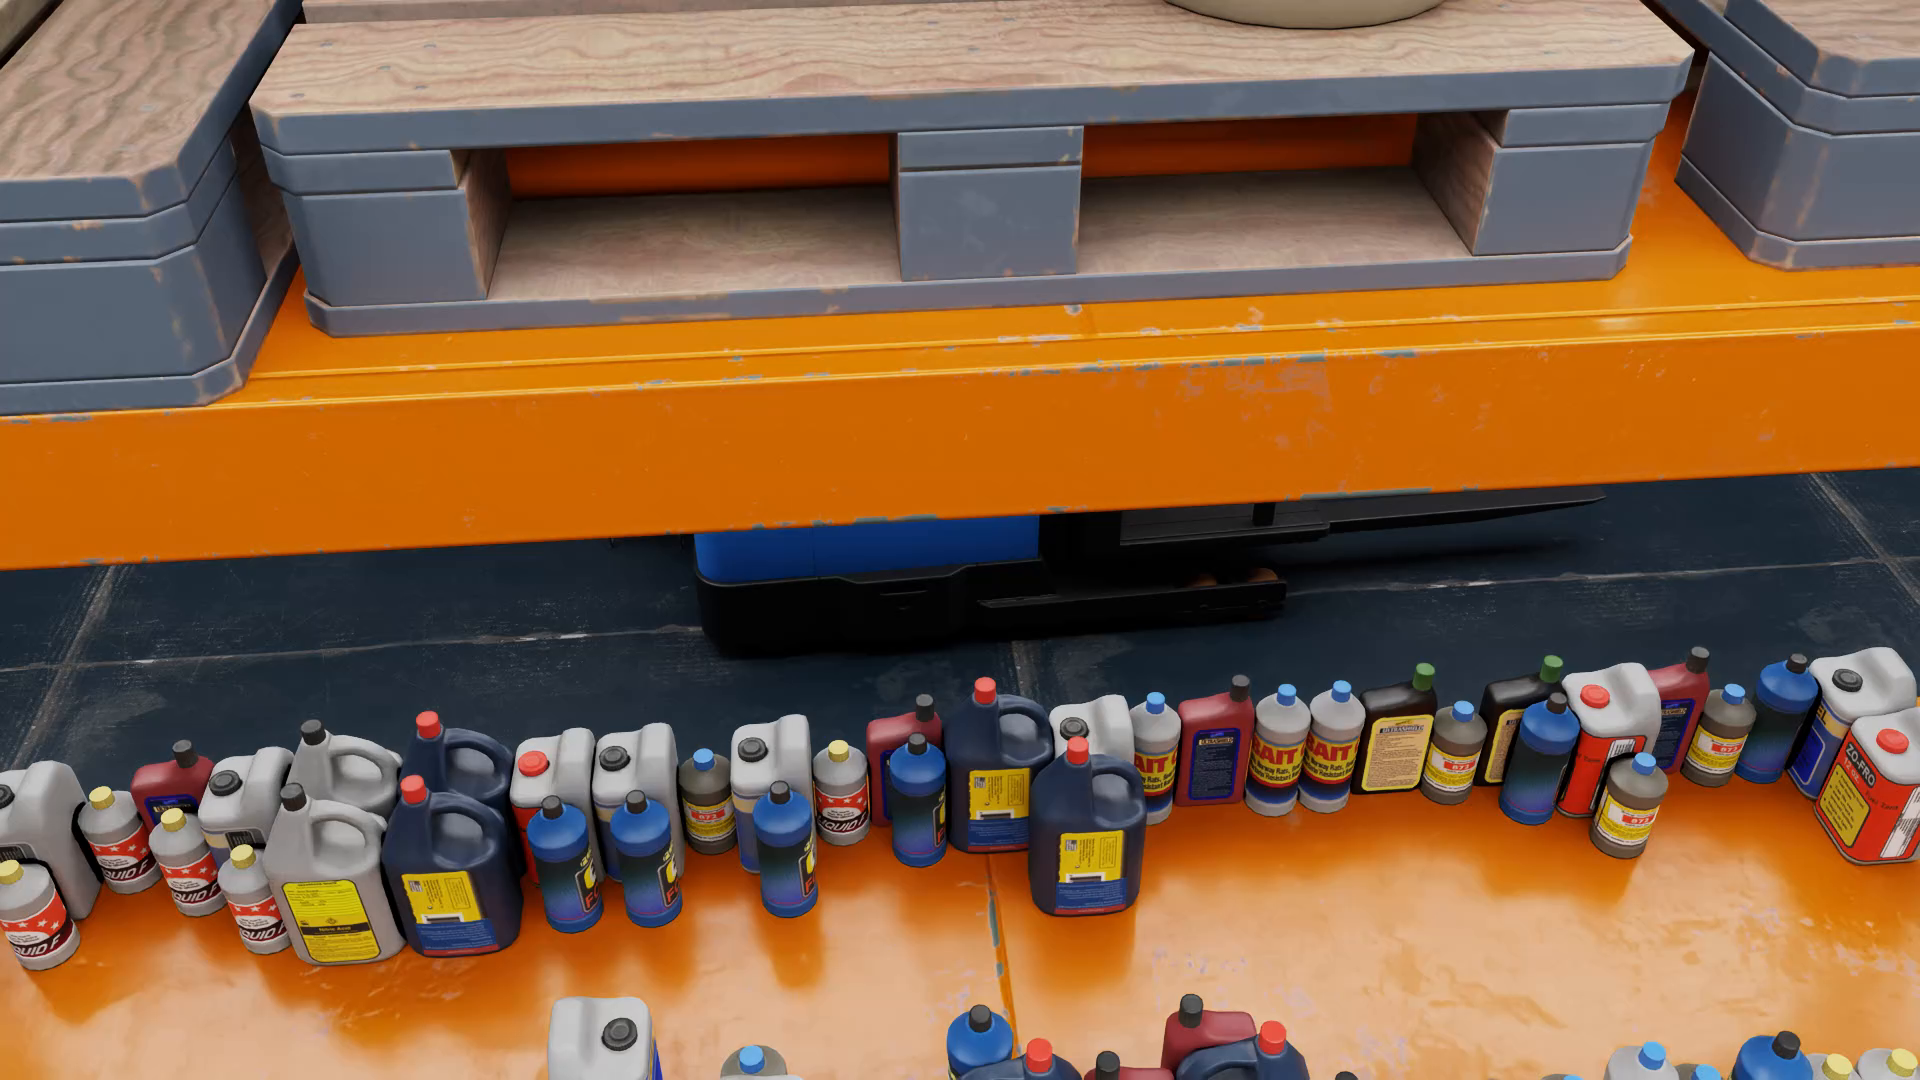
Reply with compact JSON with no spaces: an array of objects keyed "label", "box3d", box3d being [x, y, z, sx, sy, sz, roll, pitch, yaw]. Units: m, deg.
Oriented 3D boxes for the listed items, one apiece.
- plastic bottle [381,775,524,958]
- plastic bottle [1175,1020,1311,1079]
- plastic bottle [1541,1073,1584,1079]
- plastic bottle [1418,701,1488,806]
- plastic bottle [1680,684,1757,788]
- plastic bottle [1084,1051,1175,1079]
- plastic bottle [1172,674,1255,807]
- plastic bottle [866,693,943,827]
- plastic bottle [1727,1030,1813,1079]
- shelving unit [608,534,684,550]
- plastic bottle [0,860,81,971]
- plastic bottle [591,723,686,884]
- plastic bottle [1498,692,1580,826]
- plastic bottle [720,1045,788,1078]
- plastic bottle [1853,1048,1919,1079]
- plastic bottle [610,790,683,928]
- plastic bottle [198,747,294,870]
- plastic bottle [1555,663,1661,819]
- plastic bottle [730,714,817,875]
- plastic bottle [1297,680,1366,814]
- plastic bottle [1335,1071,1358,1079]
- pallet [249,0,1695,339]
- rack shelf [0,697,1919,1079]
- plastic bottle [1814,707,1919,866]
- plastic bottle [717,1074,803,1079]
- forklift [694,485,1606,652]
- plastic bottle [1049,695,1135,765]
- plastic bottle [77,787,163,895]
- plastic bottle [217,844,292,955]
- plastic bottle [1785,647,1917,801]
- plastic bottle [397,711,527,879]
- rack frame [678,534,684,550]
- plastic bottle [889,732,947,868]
[{"label":"plastic bottle","box3d":[-0.835,0.517,2.713,0.185,0.351,0.144,-3,38,-4]},{"label":"plastic bottle","box3d":[0.400,0.802,2.352,0.185,0.351,0.144,-3,38,-4]},{"label":"plastic bottle","box3d":[0.870,0.849,2.412,0.097,0.201,0.097,0,38,0]},{"label":"plastic bottle","box3d":[0.895,0.376,3.012,0.097,0.201,0.097,0,38,0]},{"label":"plastic bottle","box3d":[1.391,0.349,3.047,0.097,0.201,0.097,0,38,0]},{"label":"plastic bottle","box3d":[0.240,0.825,2.377,0.133,0.283,0.061,-3,38,-4]},{"label":"plastic bottle","box3d":[0.451,0.357,2.970,0.133,0.283,0.061,-3,38,-4]},{"label":"plastic bottle","box3d":[-0.097,0.387,2.932,0.133,0.283,0.061,-3,38,-4]},{"label":"plastic bottle","box3d":[1.160,0.806,2.411,0.097,0.271,0.097,0,38,0]},{"label":"shelving unit","box3d":[-1.076,-0.443,5.464,0.252,1.050,0.215,1,38,2]},{"label":"plastic bottle","box3d":[-1.525,0.604,2.723,0.097,0.201,0.097,0,38,0]},{"label":"plastic bottle","box3d":[-0.554,0.444,2.866,0.135,0.276,0.152,-3,38,-4]},{"label":"plastic bottle","box3d":[1.033,0.379,2.952,0.097,0.271,0.097,0,38,0]},{"label":"plastic bottle","box3d":[-0.300,0.819,2.451,0.097,0.201,0.097,0,38,0]},{"label":"plastic bottle","box3d":[1.354,0.823,2.446,0.097,0.201,0.097,0,38,0]},{"label":"plastic bottle","box3d":[-0.525,0.521,2.772,0.097,0.271,0.097,0,38,0]},{"label":"plastic bottle","box3d":[-1.191,0.479,2.822,0.135,0.276,0.152,-3,38,-4]},{"label":"plastic bottle","box3d":[1.145,0.350,2.985,0.135,0.276,0.152,-3,38,-4]},{"label":"plastic bottle","box3d":[-0.323,0.431,2.883,0.135,0.276,0.152,-3,38,-4]},{"label":"plastic bottle","box3d":[0.665,0.361,2.975,0.097,0.271,0.097,0,38,0]},{"label":"plastic bottle","box3d":[0.562,0.845,2.351,0.133,0.283,0.061,-3,38,-4]},{"label":"pallet","box3d":[-0.017,-0.600,1.819,1.213,0.211,1.003,-3,38,-4]},{"label":"rack shelf","box3d":[0.074,0.844,2.840,4.000,0.370,1.077,-3,38,-4]},{"label":"plastic bottle","box3d":[1.620,0.418,2.898,0.135,0.276,0.152,-3,38,-4]},{"label":"plastic bottle","box3d":[-0.270,0.866,2.331,0.135,0.276,0.152,-3,38,-4]},{"label":"forklift","box3d":[0.625,-1.202,4.907,3.031,2.935,1.130,-5,39,-6]},{"label":"plastic bottle","box3d":[0.225,0.401,2.921,0.135,0.276,0.152,-3,38,-4]},{"label":"plastic bottle","box3d":[-1.441,0.505,2.849,0.097,0.201,0.097,0,38,0]},{"label":"plastic bottle","box3d":[-1.161,0.584,2.749,0.097,0.201,0.097,0,38,0]},{"label":"plastic bottle","box3d":[1.606,0.325,3.017,0.135,0.276,0.152,-3,38,-4]},{"label":"plastic bottle","box3d":[-0.848,0.428,2.826,0.185,0.351,0.144,-3,38,-4]},{"label":"rack frame","box3d":[-0.954,-0.440,5.461,0.008,1.050,0.200,1,38,2]},{"label":"plastic bottle","box3d":[-0.072,0.440,2.875,0.097,0.271,0.097,0,38,0]}]
